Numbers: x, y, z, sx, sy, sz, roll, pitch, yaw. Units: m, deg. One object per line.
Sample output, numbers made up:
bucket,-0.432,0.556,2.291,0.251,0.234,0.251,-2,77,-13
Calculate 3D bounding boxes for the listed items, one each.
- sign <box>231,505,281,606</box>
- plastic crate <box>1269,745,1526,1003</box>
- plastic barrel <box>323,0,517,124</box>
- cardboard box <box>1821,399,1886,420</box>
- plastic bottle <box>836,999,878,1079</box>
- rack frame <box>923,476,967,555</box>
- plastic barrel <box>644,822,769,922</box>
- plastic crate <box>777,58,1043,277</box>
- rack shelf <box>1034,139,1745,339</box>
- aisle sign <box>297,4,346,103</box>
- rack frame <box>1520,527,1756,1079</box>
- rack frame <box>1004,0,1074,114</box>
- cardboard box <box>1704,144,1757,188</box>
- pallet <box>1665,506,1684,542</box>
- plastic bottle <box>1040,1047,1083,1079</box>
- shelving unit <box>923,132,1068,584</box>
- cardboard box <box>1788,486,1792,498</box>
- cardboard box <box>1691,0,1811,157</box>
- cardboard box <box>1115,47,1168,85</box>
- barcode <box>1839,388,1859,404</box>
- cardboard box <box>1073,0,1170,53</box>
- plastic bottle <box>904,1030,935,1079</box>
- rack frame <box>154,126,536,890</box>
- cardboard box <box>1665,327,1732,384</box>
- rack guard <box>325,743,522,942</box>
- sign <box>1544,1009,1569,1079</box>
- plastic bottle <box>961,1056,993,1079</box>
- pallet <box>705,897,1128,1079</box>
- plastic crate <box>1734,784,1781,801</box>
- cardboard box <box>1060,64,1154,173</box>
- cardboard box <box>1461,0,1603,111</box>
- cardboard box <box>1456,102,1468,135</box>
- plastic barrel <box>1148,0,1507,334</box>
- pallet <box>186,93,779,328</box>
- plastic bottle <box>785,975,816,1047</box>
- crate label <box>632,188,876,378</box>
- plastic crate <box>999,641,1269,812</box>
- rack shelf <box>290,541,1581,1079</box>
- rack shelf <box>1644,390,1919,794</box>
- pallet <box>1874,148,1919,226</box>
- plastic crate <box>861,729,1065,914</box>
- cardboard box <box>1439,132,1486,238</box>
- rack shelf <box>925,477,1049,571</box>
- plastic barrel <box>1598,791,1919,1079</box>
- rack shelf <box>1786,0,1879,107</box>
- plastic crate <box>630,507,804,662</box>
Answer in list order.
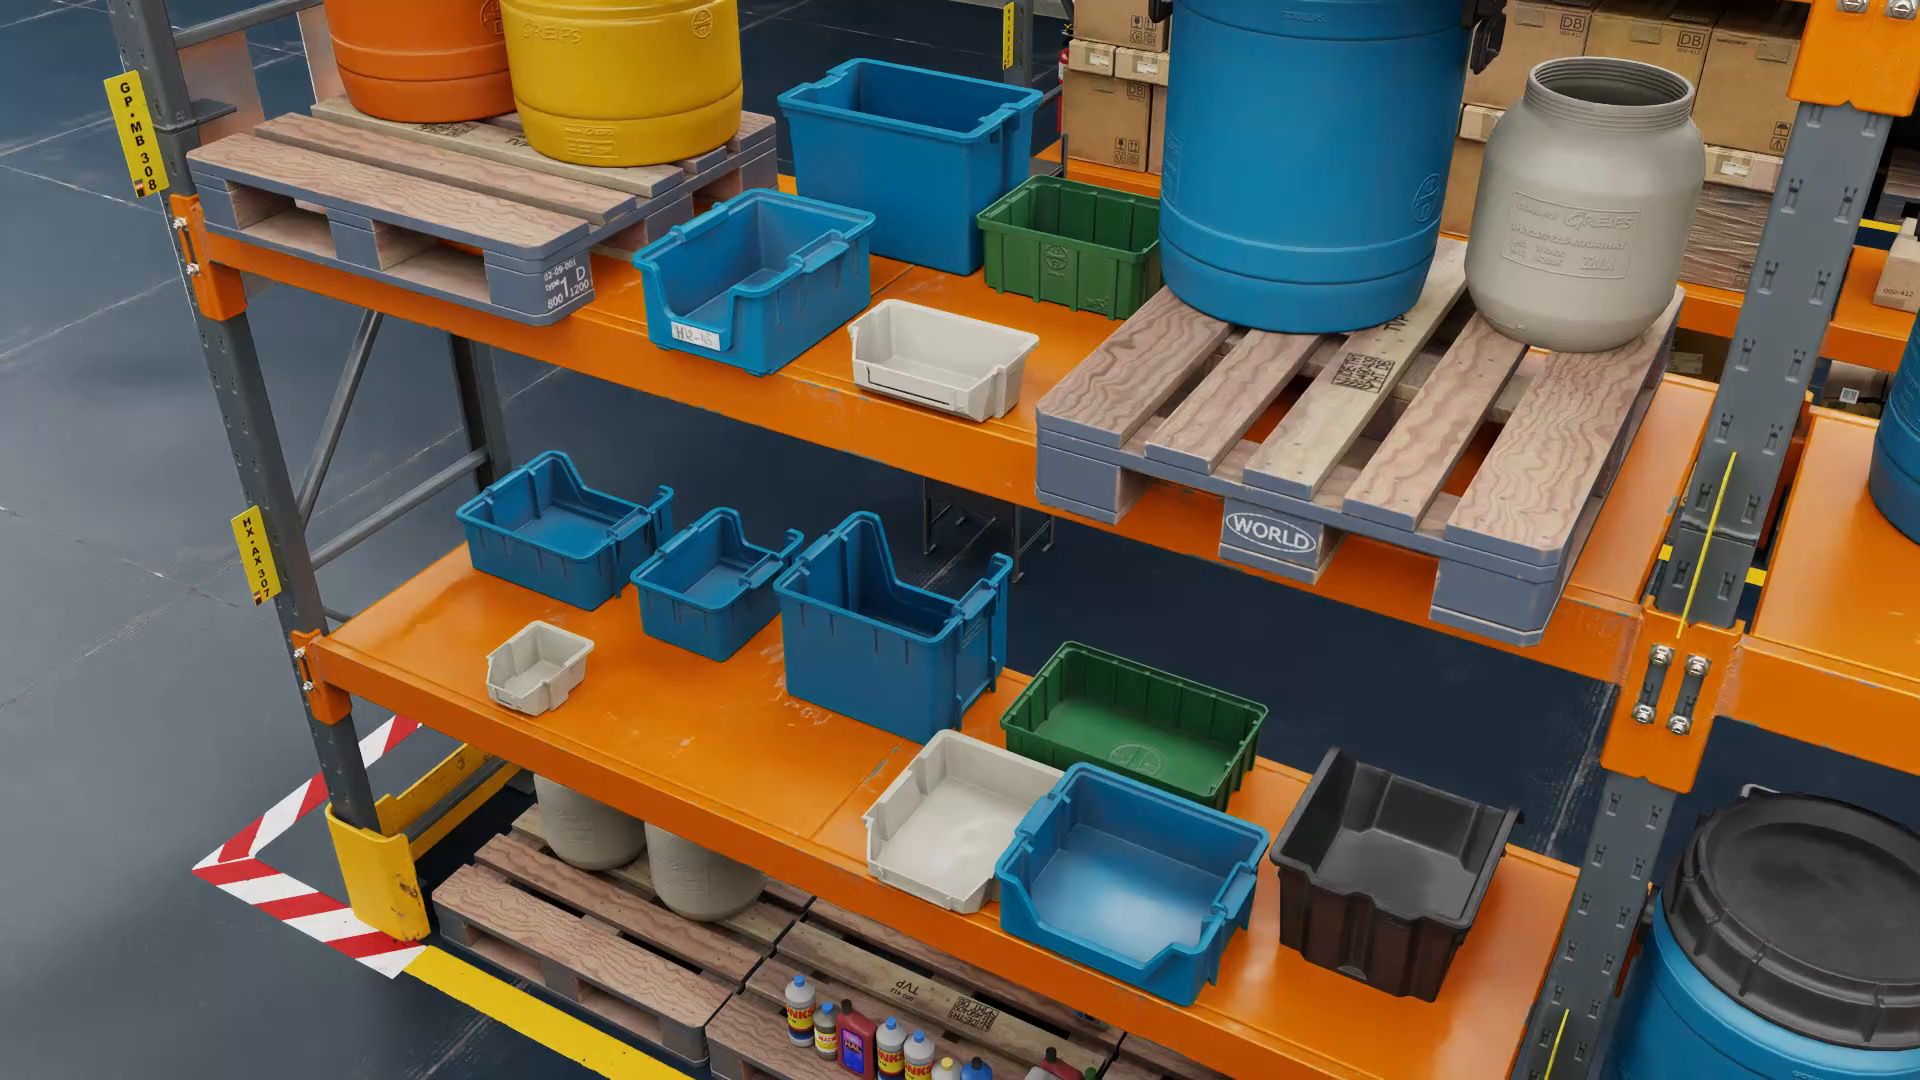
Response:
sign,-2.206,0.051,5.218,0.005,0.325,0.100,18,37,24
plastic crate,1.152,0.823,4.363,0.504,0.338,0.767,18,37,24
plastic barrel,-1.445,-1.627,4.514,0.708,0.830,0.600,18,37,24
cardboard box,4.239,-0.410,7.756,0.500,0.311,0.500,18,38,25
plastic bottle,-0.323,1.570,5.240,0.133,0.283,0.061,18,38,25
rack frame,-0.068,-0.896,7.700,0.015,2.100,0.400,18,37,24
plastic barrel,-0.885,1.045,5.840,0.421,0.512,0.421,0,34,0
plastic crate,-0.125,-0.960,4.293,0.575,0.384,0.392,18,37,24
rack shelf,2.268,-1.631,8.641,4.000,0.370,1.077,18,37,24
aisle sign,-1.845,-1.342,5.214,0.004,0.787,0.394,18,37,24
rack frame,1.543,1.003,4.038,0.127,3.000,1.000,18,37,24
rack frame,0.531,-2.480,9.268,0.127,3.000,1.000,18,37,24
cardboard box,3.448,-1.732,7.470,0.250,0.149,0.380,17,37,23
pallet,3.335,-0.458,8.748,1.213,0.211,1.003,18,37,24
plastic bottle,0.307,1.672,5.087,0.133,0.283,0.061,18,37,24
shelving unit,0.144,-0.828,7.600,0.503,2.100,0.431,18,37,24
cardboard box,4.231,-0.180,7.916,0.500,0.250,0.500,17,37,23
cardboard box,3.616,-2.081,7.408,0.500,0.500,0.700,18,38,25
cardboard box,0.996,-2.509,8.636,0.250,0.149,0.380,17,37,23
barcode,4.019,-0.652,7.515,0.075,0.075,0.001,18,37,24
cardboard box,0.976,-2.913,8.657,0.500,0.500,0.700,18,38,25
plastic bottle,-0.126,1.625,5.167,0.097,0.271,0.097,0,34,0
rack frame,-1.930,-0.097,5.690,0.127,3.000,1.000,18,37,24
cardboard box,3.757,-1.001,8.472,0.500,0.500,0.500,18,37,24
rack guard,-1.840,0.941,6.385,0.348,0.500,1.175,18,37,24
sign,1.261,1.149,3.568,0.005,0.325,0.100,18,37,24
plastic bottle,0.050,1.681,5.084,0.097,0.271,0.097,0,34,0
pallet,-0.083,1.624,5.622,1.213,0.211,1.003,18,37,24
plastic crate,2.115,0.962,4.041,0.583,0.464,0.402,18,37,24
cardboard box,0.930,-2.387,9.038,0.500,0.500,0.700,18,37,24
cardboard box,2.742,-2.357,7.823,0.500,0.500,0.700,18,37,24
cardboard box,2.328,-2.085,7.999,0.250,0.149,0.380,19,38,26
plastic barrel,0.732,-0.955,3.440,0.708,0.901,0.600,18,37,24
pallet,-1.260,-0.993,4.499,1.213,0.211,1.003,18,37,24
plastic bottle,-0.510,1.504,5.350,0.097,0.271,0.097,0,34,0
crate label,-0.469,-0.610,3.888,0.408,0.251,0.502,18,37,24
plastic crate,0.505,0.582,4.861,0.662,0.188,0.450,18,37,24
rack shelf,-0.193,0.752,5.063,4.000,0.370,1.077,18,37,24
rack shelf,3.280,0.604,2.580,4.000,0.370,1.077,18,37,24
pallet,7.136,-2.391,11.650,1.213,0.211,1.003,18,37,24
plastic crate,0.008,0.788,4.599,0.437,0.136,0.530,18,37,24
cardboard box,2.721,-1.822,8.190,0.500,0.500,0.700,18,38,25
rack shelf,0.144,-0.234,7.995,0.480,0.518,0.431,18,37,24
plastic barrel,1.728,1.046,3.521,0.708,0.901,0.600,18,37,24
rack shelf,-0.193,-1.579,3.512,4.000,0.370,1.077,18,37,24
plastic crate,-0.786,0.139,5.468,0.408,0.251,0.499,18,37,24
